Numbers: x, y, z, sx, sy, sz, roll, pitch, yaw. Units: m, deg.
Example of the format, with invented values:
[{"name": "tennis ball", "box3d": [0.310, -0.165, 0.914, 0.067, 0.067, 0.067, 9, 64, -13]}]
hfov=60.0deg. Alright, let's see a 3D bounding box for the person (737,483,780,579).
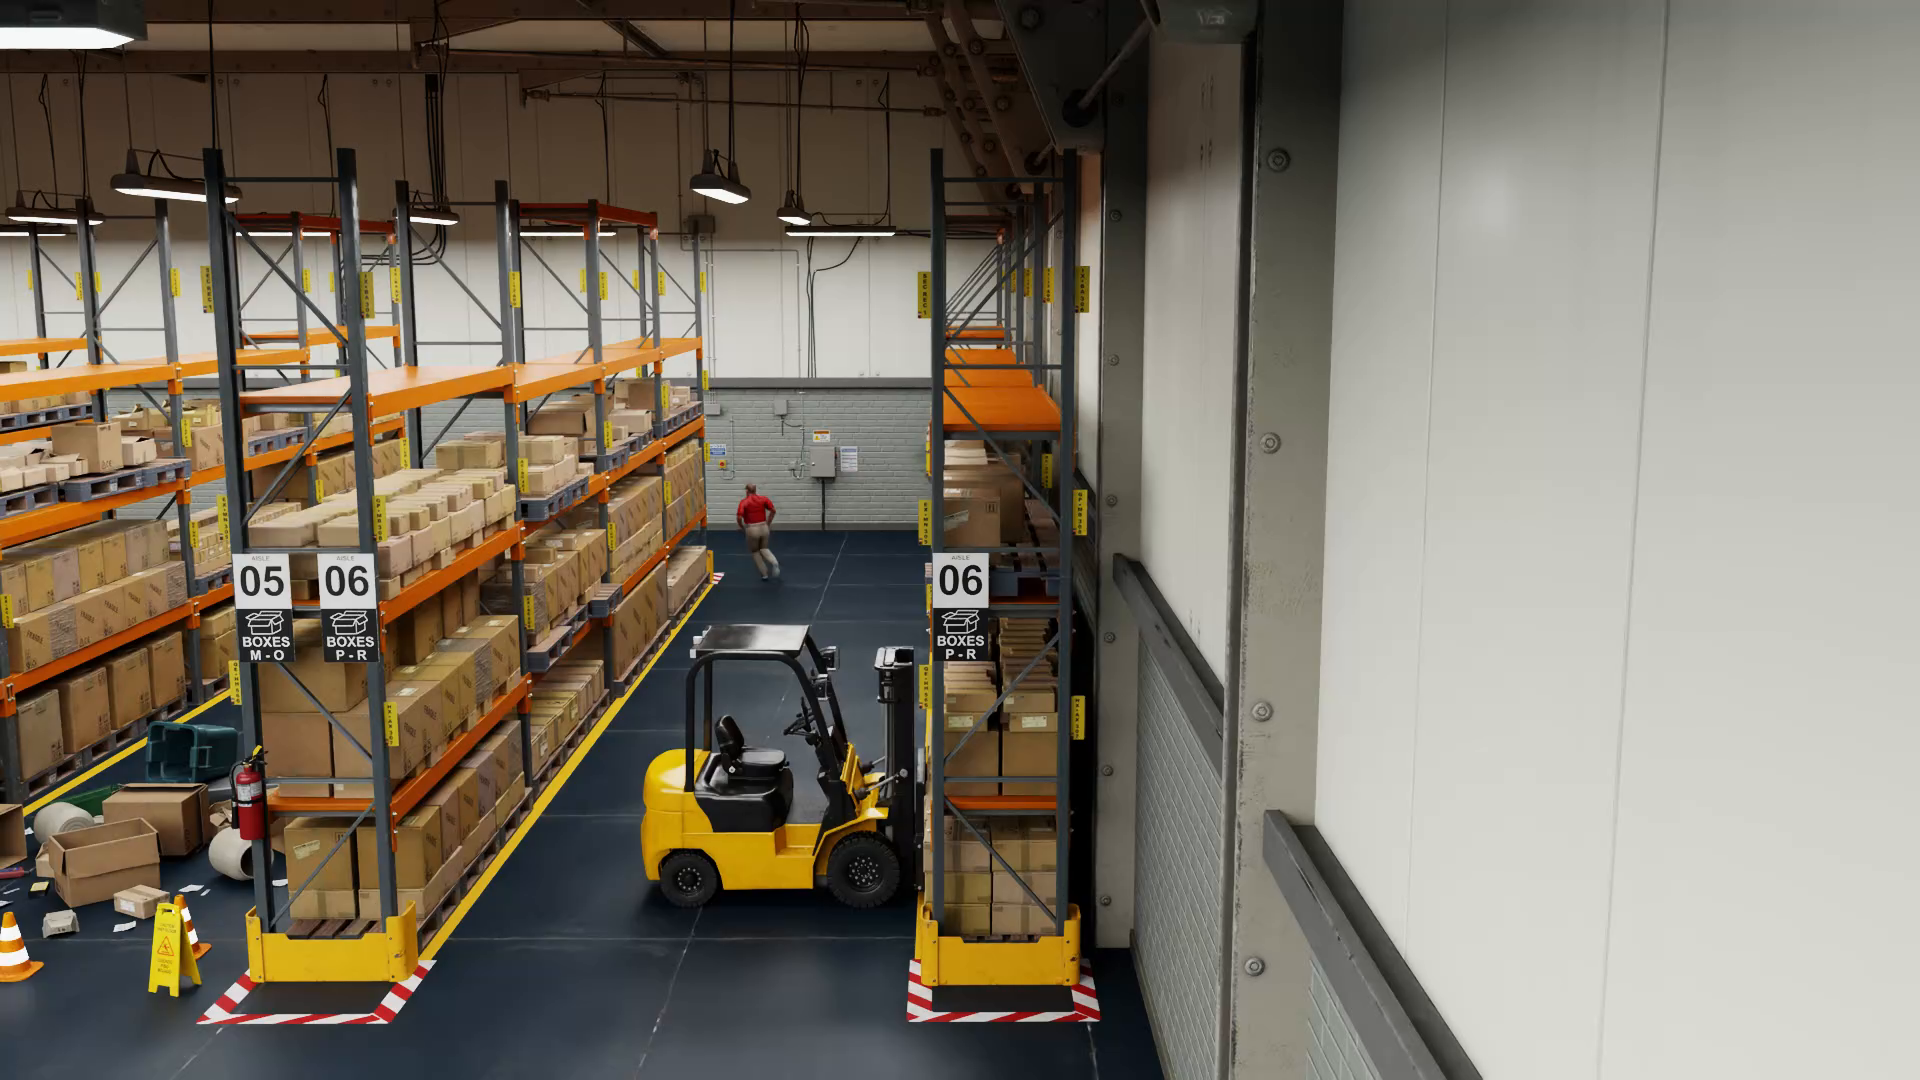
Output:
[{"name": "person", "box3d": [-3.452, -0.134, 28.095, 0.686, 1.684, 0.577, -6, 11, -32]}]
